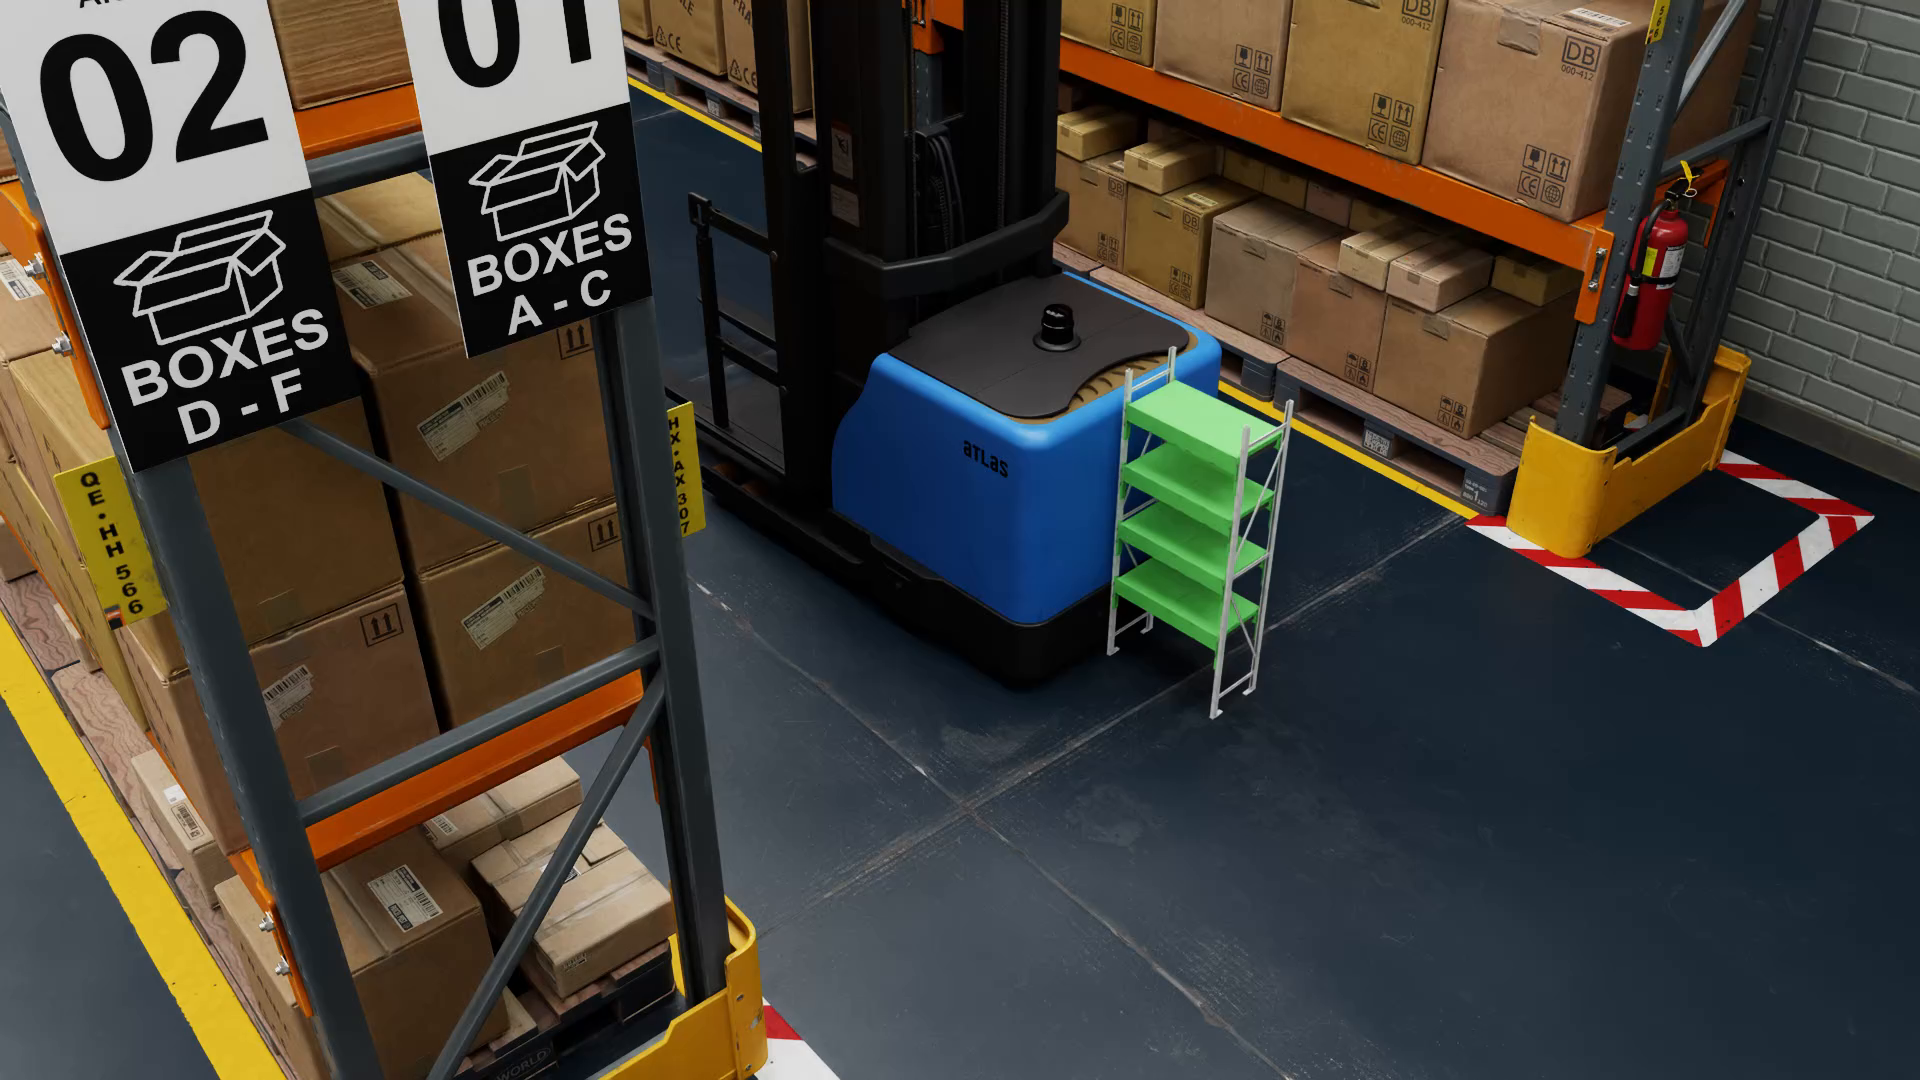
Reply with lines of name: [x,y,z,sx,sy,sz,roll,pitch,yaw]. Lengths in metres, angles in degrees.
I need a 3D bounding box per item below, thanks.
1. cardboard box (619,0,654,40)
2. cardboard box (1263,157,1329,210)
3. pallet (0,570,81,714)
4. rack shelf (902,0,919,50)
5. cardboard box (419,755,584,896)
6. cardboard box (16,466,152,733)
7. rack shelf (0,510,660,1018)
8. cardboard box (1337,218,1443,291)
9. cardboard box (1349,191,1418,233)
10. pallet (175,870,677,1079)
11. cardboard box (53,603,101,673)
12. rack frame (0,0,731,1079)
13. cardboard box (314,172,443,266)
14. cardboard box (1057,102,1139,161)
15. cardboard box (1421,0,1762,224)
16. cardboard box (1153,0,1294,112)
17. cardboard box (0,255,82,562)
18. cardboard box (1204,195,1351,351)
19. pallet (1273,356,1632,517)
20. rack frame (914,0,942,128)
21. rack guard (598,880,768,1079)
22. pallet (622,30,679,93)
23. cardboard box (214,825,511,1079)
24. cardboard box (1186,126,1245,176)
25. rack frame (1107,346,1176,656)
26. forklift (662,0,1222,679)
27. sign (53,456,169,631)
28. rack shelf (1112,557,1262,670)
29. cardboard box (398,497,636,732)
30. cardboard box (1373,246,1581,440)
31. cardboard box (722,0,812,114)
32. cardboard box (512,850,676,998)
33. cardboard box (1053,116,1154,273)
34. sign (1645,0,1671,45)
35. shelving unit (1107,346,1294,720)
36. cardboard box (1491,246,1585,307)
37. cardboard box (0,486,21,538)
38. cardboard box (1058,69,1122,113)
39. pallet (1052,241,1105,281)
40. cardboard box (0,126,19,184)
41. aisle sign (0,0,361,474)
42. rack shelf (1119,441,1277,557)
cardboard box: [-2.030,-3.890,11.144,0.750,0.750,0.750,-27,43,-32]
cardboard box: [1.644,-1.703,7.798,0.380,0.149,0.250,-26,43,-31]
pallet: [-3.162,0.088,6.444,1.003,0.211,1.213,-26,43,-32]
rack shelf: [-1.113,-3.793,10.132,1.077,0.370,4.000,-26,43,-32]
cardboard box: [-1.480,0.788,5.040,0.500,0.250,0.500,-26,43,-32]
cardboard box: [-1.857,0.047,4.001,0.500,0.500,0.500,-26,43,-31]
rack shelf: [-2.314,-0.177,5.028,1.077,0.370,4.000,-26,43,-32]
cardboard box: [1.843,-1.226,7.124,0.380,0.149,0.250,-25,42,-31]
cardboard box: [1.975,-1.478,7.480,0.380,0.149,0.250,-26,43,-31]
pallet: [-1.587,1.165,4.923,1.003,0.211,1.213,-26,43,-32]
cardboard box: [-2.933,0.267,5.849,0.380,0.166,0.250,-26,43,-32]
rack frame: [-1.023,0.412,3.573,1.000,3.000,0.127,-26,43,-32]
cardboard box: [-1.451,-0.559,3.992,0.500,0.500,0.500,-26,43,-31]
cardboard box: [0.663,-2.032,8.261,0.380,0.149,0.250,-24,42,-30]
cardboard box: [2.422,-1.781,6.410,0.980,0.700,0.700,-24,42,-30]
cardboard box: [1.459,-2.438,7.338,0.980,0.700,0.700,-28,44,-34]
cardboard box: [-1.847,-0.353,3.702,0.500,0.500,0.500,-25,42,-31]
cardboard box: [1.583,-1.303,7.794,0.700,0.500,0.500,-28,44,-33]
pallet: [2.183,-0.623,7.447,1.003,0.211,1.213,-26,43,-32]
rack frame: [0.177,-3.203,8.677,1.000,3.000,0.127,-26,43,-32]
rack guard: [-1.072,1.399,4.343,1.175,0.500,0.348,-26,43,-32]
pallet: [-1.953,-3.455,11.446,1.003,0.211,1.213,-26,43,-32]
cardboard box: [-1.562,1.104,4.377,0.500,0.500,0.500,-26,43,-32]
cardboard box: [1.314,-1.929,8.117,0.380,0.149,0.250,-26,43,-31]
rack frame: [0.635,-0.111,5.869,0.240,1.200,0.015,-29,44,-34]
forklift: [-0.432,-1.457,6.271,1.130,2.935,3.031,-29,44,-34]
sign: [-1.460,0.009,2.867,0.100,0.325,0.005,-26,43,-32]
rack shelf: [0.804,0.239,5.901,0.258,0.148,0.480,-29,44,-34]
cardboard box: [-1.108,0.077,3.959,0.500,0.500,0.500,-25,42,-31]
cardboard box: [2.231,-0.860,7.169,0.700,0.500,0.500,-26,43,-32]
cardboard box: [-0.917,-3.127,10.067,0.750,0.750,0.750,-25,42,-30]
cardboard box: [-1.031,1.083,4.712,0.380,0.149,0.250,-26,43,-32]
cardboard box: [0.903,-1.763,8.443,0.700,0.500,0.500,-26,43,-32]
sign: [2.335,-1.810,5.504,0.100,0.325,0.005,-26,43,-32]
shelving unit: [0.804,-0.009,5.725,0.258,1.200,0.503,-29,44,-34]
cardboard box: [2.464,-1.144,7.009,0.380,0.149,0.250,-26,43,-31]
cardboard box: [-2.500,-0.398,4.629,0.500,0.500,0.500,-27,43,-32]
cardboard box: [0.640,-2.389,8.766,0.380,0.149,0.250,-26,43,-32]
pallet: [0.608,-1.700,8.968,1.003,0.211,1.213,-26,43,-32]
cardboard box: [-1.556,-0.879,2.931,0.500,0.250,0.500,-26,43,-32]
aisle sign: [-1.213,-0.504,2.618,0.394,0.787,0.004,-26,43,-32]
rack shelf: [0.804,-0.153,5.623,0.258,0.148,0.480,-29,44,-34]
